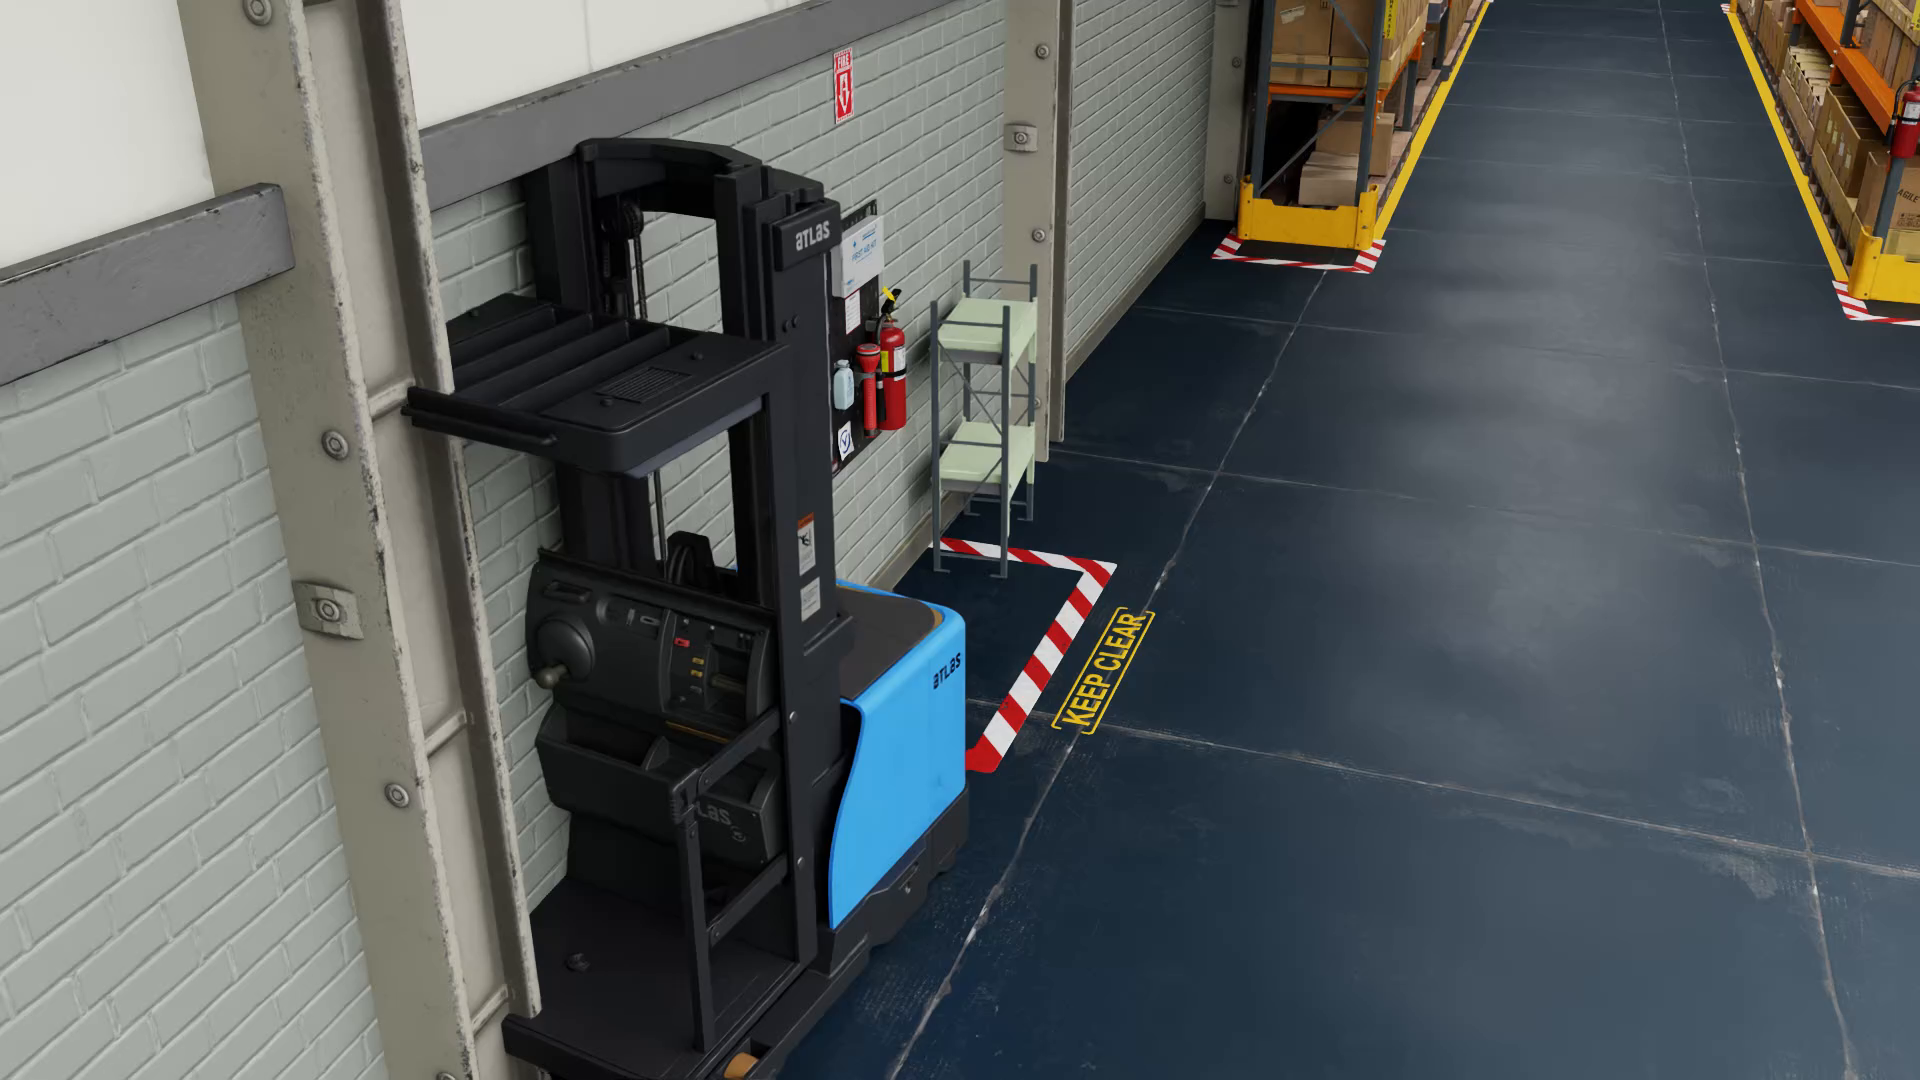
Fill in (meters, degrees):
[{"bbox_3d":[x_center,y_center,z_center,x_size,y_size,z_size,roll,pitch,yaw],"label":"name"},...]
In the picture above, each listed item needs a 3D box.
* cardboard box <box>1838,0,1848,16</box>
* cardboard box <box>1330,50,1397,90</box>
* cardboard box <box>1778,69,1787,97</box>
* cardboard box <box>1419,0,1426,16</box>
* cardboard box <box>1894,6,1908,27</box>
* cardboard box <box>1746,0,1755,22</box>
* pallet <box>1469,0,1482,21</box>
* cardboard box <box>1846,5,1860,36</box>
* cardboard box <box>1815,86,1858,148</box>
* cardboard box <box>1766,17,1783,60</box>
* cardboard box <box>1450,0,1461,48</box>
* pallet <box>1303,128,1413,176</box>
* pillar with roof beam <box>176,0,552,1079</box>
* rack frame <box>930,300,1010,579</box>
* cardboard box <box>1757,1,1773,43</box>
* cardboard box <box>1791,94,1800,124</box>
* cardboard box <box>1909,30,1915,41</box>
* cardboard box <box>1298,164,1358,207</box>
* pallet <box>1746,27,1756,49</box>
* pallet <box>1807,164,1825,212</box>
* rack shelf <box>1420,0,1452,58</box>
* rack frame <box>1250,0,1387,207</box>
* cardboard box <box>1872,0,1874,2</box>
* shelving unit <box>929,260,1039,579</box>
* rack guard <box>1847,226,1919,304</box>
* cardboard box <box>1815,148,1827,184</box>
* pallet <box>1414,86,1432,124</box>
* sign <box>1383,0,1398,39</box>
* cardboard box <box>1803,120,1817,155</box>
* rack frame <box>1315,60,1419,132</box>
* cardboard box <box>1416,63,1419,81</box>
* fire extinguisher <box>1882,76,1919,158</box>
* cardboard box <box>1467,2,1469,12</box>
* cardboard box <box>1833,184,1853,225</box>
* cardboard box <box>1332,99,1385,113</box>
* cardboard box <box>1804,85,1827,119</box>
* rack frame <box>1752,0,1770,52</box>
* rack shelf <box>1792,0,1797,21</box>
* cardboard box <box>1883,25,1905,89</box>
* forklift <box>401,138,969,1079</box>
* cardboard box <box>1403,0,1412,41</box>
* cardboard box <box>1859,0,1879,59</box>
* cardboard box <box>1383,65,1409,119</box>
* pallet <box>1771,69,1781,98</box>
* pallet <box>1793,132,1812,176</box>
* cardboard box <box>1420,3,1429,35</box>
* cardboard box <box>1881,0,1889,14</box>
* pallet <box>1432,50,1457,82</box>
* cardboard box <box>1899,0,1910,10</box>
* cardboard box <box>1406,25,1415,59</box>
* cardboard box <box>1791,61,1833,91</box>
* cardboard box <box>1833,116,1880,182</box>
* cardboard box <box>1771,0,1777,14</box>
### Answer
[{"bbox_3d":[9.822,-5.910,17.900,0.500,0.500,0.500,7,27,15],"label":"cardboard box"},{"bbox_3d":[3.492,-4.082,14.389,0.500,0.250,0.500,8,27,16],"label":"cardboard box"},{"bbox_3d":[9.913,-5.336,19.502,0.500,0.250,0.500,9,27,17],"label":"cardboard box"},{"bbox_3d":[4.334,-5.464,16.382,0.500,0.500,0.500,9,27,17],"label":"cardboard box"},{"bbox_3d":[8.164,-4.429,14.096,0.380,0.149,0.250,8,27,17],"label":"cardboard box"},{"bbox_3d":[11.867,-7.772,24.441,0.500,0.311,0.500,9,27,17],"label":"cardboard box"},{"bbox_3d":[7.754,-8.467,26.495,1.003,0.211,1.213,9,27,17],"label":"pallet"},{"bbox_3d":[9.153,-5.241,16.786,0.396,0.266,0.258,8,27,16],"label":"cardboard box"},{"bbox_3d":[8.584,-4.057,16.000,0.500,0.500,0.500,9,27,17],"label":"cardboard box"},{"bbox_3d":[10.796,-6.478,21.550,0.500,0.500,0.500,8,27,15],"label":"cardboard box"},{"bbox_3d":[6.358,-7.138,22.535,0.750,0.750,0.750,9,27,17],"label":"cardboard box"},{"bbox_3d":[4.171,-4.094,17.463,1.003,0.211,1.213,9,27,17],"label":"pallet"},{"bbox_3d":[2.513,-1.544,2.113,9.100,9.000,0.400,9,27,17],"label":"pillar with roof beam"},{"bbox_3d":[0.052,-0.493,8.545,0.400,1.500,0.023,6,26,12],"label":"rack frame"},{"bbox_3d":[11.305,-7.110,22.857,0.500,0.500,0.500,8,27,15],"label":"cardboard box"},{"bbox_3d":[9.409,-4.704,18.197,0.500,0.250,0.500,9,27,18],"label":"cardboard box"},{"bbox_3d":[7.906,-4.107,13.431,0.380,0.149,0.250,9,27,18],"label":"cardboard box"},{"bbox_3d":[3.345,-3.245,15.091,0.500,0.311,0.500,6,26,12],"label":"cardboard box"},{"bbox_3d":[11.925,-7.228,23.936,1.003,0.211,1.213,9,27,17],"label":"pallet"},{"bbox_3d":[8.729,-3.338,15.901,1.003,0.211,1.213,9,27,17],"label":"pallet"},{"bbox_3d":[5.026,-6.128,19.290,1.077,0.370,4.000,9,27,17],"label":"rack shelf"},{"bbox_3d":[3.030,-3.986,14.041,1.000,3.000,0.127,9,27,17],"label":"rack frame"},{"bbox_3d":[8.678,-5.065,15.409,0.380,0.149,0.250,9,27,18],"label":"cardboard box"},{"bbox_3d":[0.134,-0.648,8.866,0.431,1.500,0.755,6,26,12],"label":"shelving unit"},{"bbox_3d":[7.694,-2.135,13.085,1.175,0.500,0.348,9,27,17],"label":"rack guard"},{"bbox_3d":[8.422,-3.513,15.738,0.500,0.250,0.500,9,27,17],"label":"cardboard box"},{"bbox_3d":[5.023,-5.198,19.744,1.003,0.211,1.213,9,27,17],"label":"pallet"},{"bbox_3d":[3.541,-4.297,13.690,0.100,0.325,0.005,9,27,17],"label":"sign"},{"bbox_3d":[8.898,-4.077,16.902,0.500,0.250,0.500,8,27,17],"label":"cardboard box"},{"bbox_3d":[4.361,-5.630,17.436,1.000,3.000,0.127,9,27,17],"label":"rack frame"},{"bbox_3d":[5.082,-5.640,19.821,0.700,0.500,0.500,9,27,17],"label":"cardboard box"},{"bbox_3d":[7.225,-3.253,12.616,0.296,0.674,0.183,9,27,17],"label":"fire extinguisher"},{"bbox_3d":[7.369,-8.274,25.283,0.700,0.500,0.500,9,27,18],"label":"cardboard box"},{"bbox_3d":[7.922,-2.897,14.465,0.500,0.250,0.500,9,27,17],"label":"cardboard box"},{"bbox_3d":[4.053,-4.271,16.992,0.500,0.500,0.500,7,27,14],"label":"cardboard box"},{"bbox_3d":[9.065,-4.540,17.214,0.500,0.311,0.500,10,27,19],"label":"cardboard box"},{"bbox_3d":[11.696,-8.201,22.746,1.000,3.000,0.127,9,27,17],"label":"rack frame"},{"bbox_3d":[11.030,-7.055,21.205,1.077,0.370,4.000,9,27,17],"label":"rack shelf"},{"bbox_3d":[8.382,-4.141,14.246,0.700,0.500,0.500,10,27,19],"label":"cardboard box"},{"bbox_3d":[-1.102,0.379,5.105,1.130,2.935,3.031,13,29,25],"label":"forklift"},{"bbox_3d":[3.824,-4.831,15.074,0.500,0.500,0.500,8,27,16],"label":"cardboard box"},{"bbox_3d":[8.892,-4.775,15.555,0.700,0.500,0.500,8,27,16],"label":"cardboard box"},{"bbox_3d":[4.590,-5.008,18.515,0.700,0.500,0.500,10,27,19],"label":"cardboard box"},{"bbox_3d":[10.649,-5.603,20.581,1.003,0.211,1.213,9,27,17],"label":"pallet"},{"bbox_3d":[9.242,-3.967,17.200,1.003,0.211,1.213,9,27,17],"label":"pallet"},{"bbox_3d":[4.489,-5.333,16.972,0.500,0.250,0.500,9,27,18],"label":"cardboard box"},{"bbox_3d":[8.422,-4.748,14.755,0.380,0.149,0.250,8,27,16],"label":"cardboard box"},{"bbox_3d":[6.025,-6.332,22.085,1.003,0.211,1.213,9,27,17],"label":"pallet"},{"bbox_3d":[8.391,-4.740,13.995,0.700,0.500,0.500,9,27,17],"label":"cardboard box"},{"bbox_3d":[3.996,-4.714,15.692,0.500,0.250,0.500,9,27,18],"label":"cardboard box"},{"bbox_3d":[9.575,-5.162,18.499,0.500,0.311,0.500,8,27,16],"label":"cardboard box"},{"bbox_3d":[8.087,-3.440,14.726,0.500,0.500,0.500,9,27,17],"label":"cardboard box"},{"bbox_3d":[10.972,-7.037,21.845,0.500,0.250,0.500,9,27,18],"label":"cardboard box"}]
